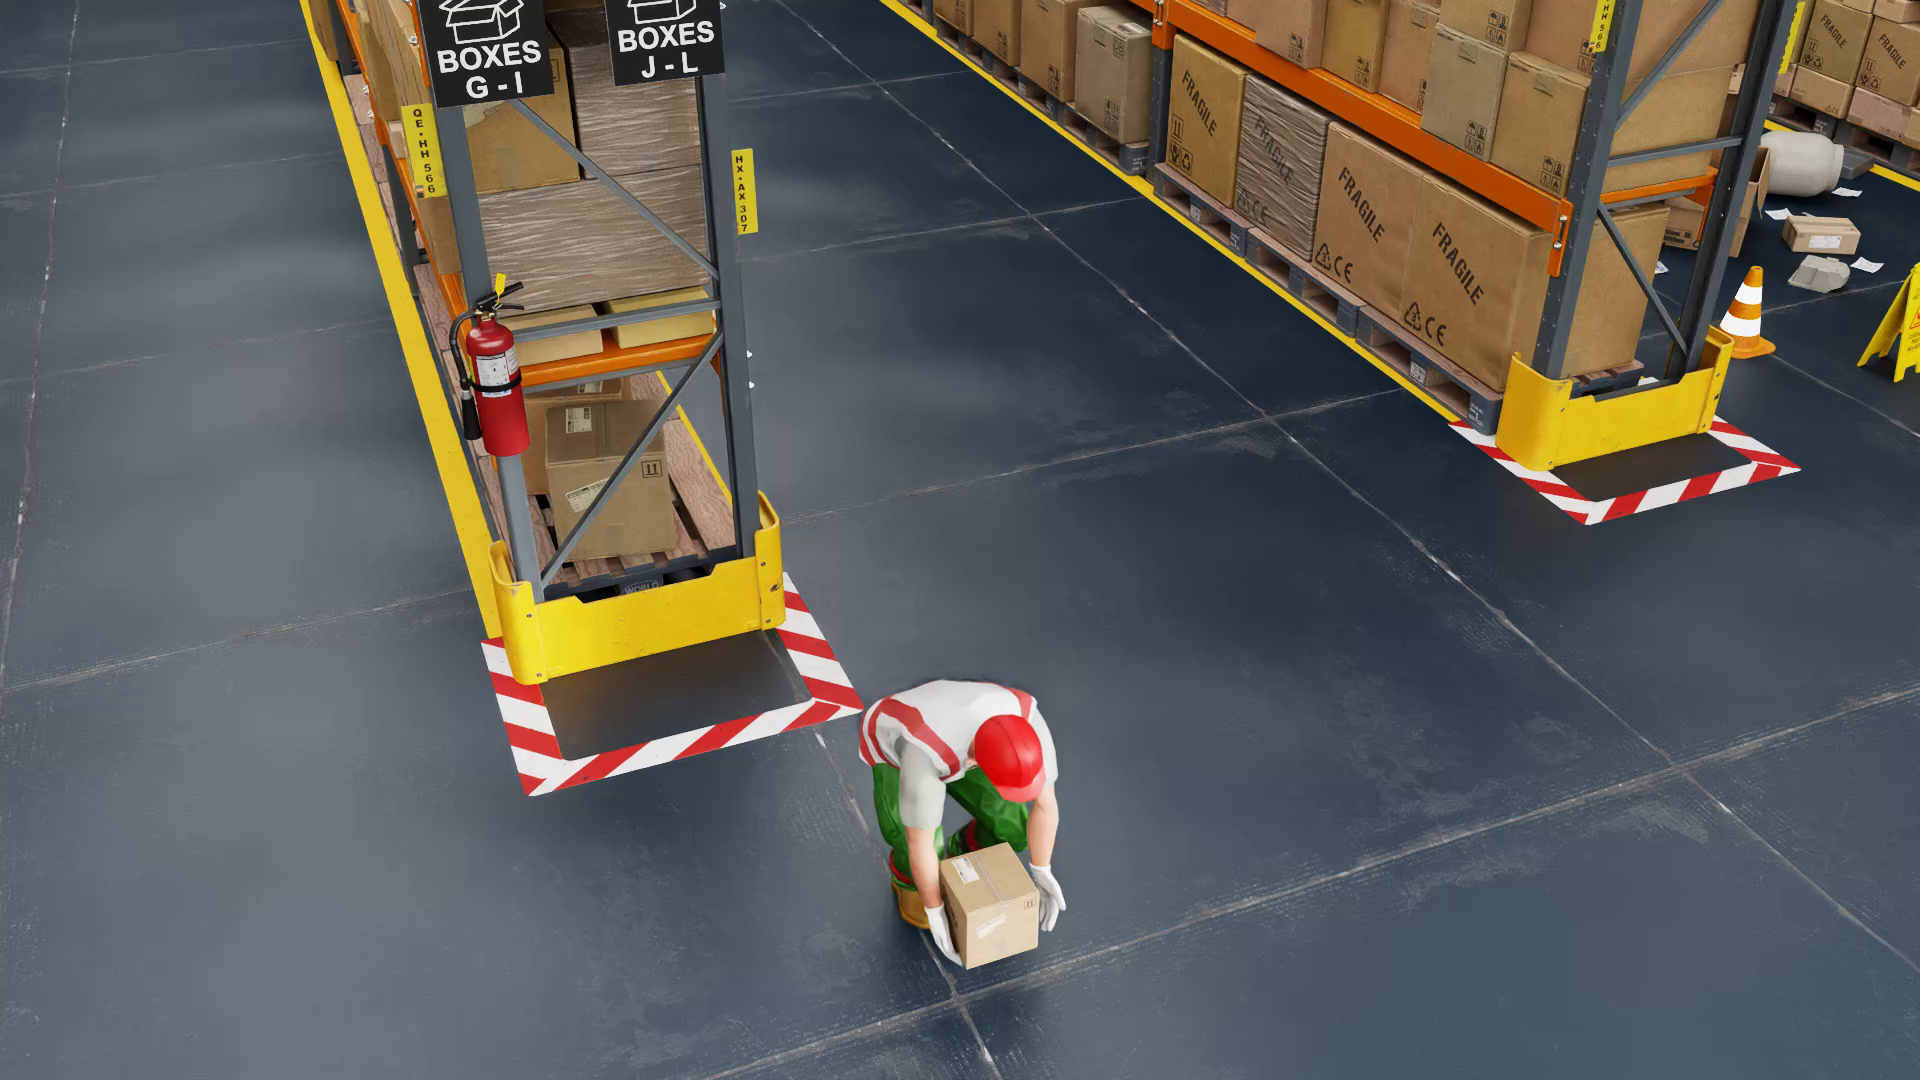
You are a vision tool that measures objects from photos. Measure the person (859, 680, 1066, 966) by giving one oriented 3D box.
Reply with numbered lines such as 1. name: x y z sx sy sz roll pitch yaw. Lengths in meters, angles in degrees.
1. person: 0.002 0.833 5.533 0.568 1.040 0.866 -13 35 -19
